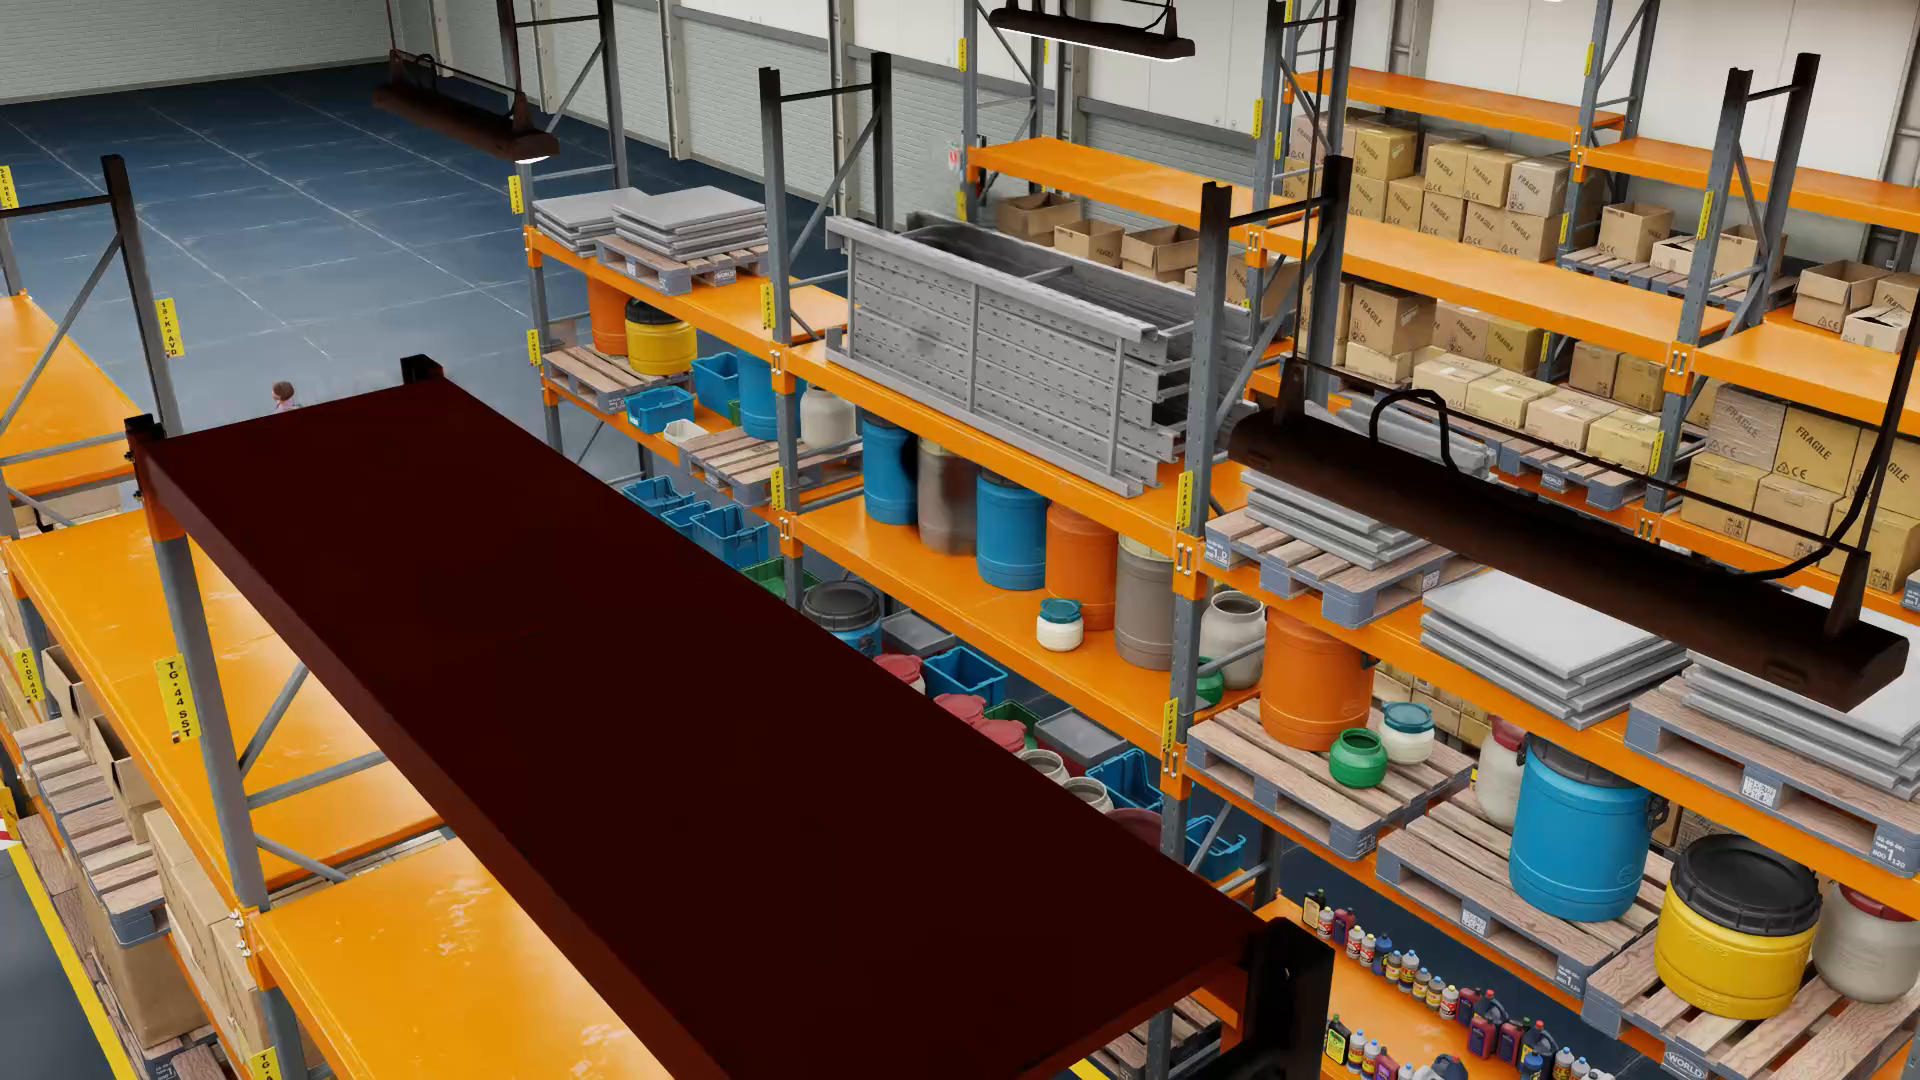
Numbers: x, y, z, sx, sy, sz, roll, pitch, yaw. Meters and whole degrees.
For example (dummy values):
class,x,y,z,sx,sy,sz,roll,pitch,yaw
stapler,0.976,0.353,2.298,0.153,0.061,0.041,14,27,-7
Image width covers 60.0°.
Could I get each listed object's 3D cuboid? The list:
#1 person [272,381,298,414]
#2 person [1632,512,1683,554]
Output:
class,x,y,z,sx,sy,sz,roll,pitch,yaw
person,-7.419,-1.054,18.659,0.696,1.591,0.534,-9,27,-18
person,6.219,0.494,15.257,0.663,1.783,0.892,-17,31,-31
